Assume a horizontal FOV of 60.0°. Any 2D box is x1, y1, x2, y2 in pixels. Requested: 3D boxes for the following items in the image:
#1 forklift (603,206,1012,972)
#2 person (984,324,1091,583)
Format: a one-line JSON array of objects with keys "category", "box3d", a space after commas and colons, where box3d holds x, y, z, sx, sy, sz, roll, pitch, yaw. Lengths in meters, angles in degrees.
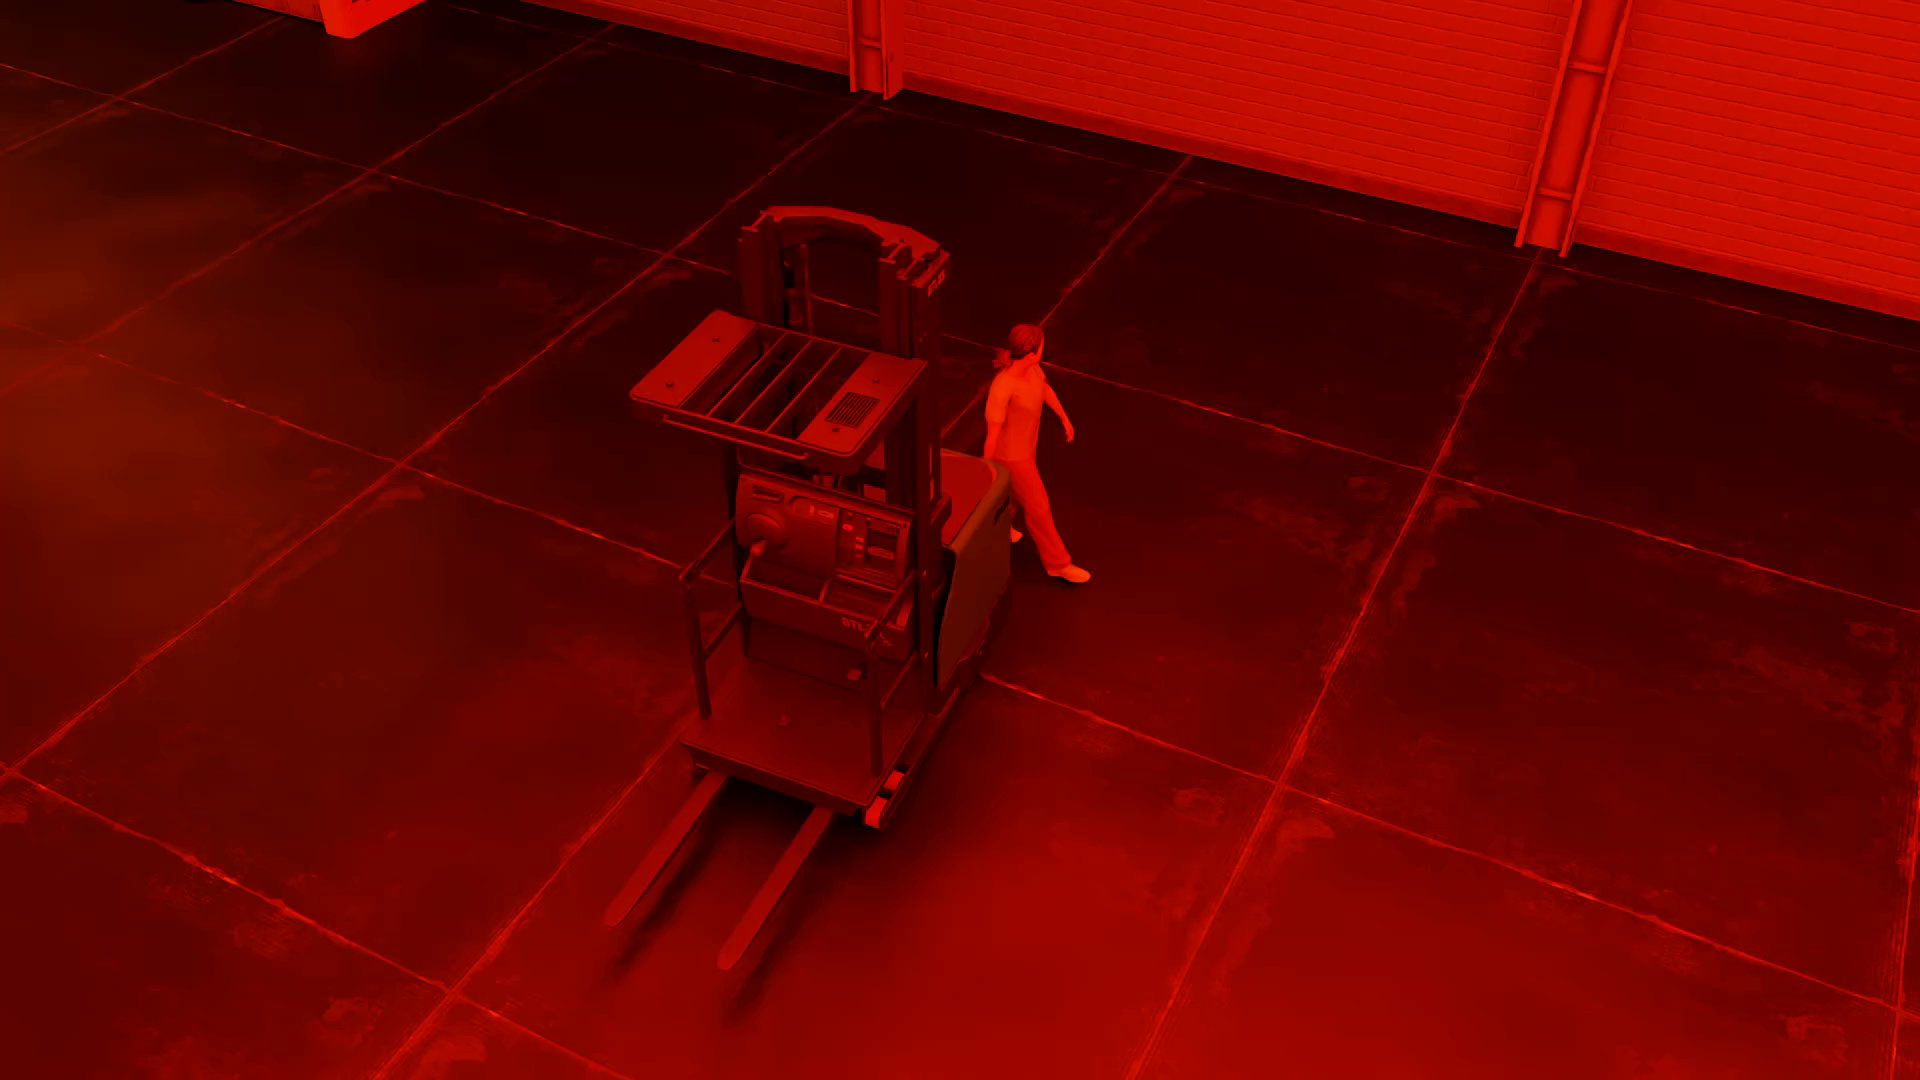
[{"category": "forklift", "box3d": [-0.758, 0.037, 7.942, 1.130, 2.935, 3.031, 16, 43, 18]}, {"category": "person", "box3d": [0.434, -0.504, 9.603, 0.814, 1.619, 0.645, 12, 42, 14]}]
